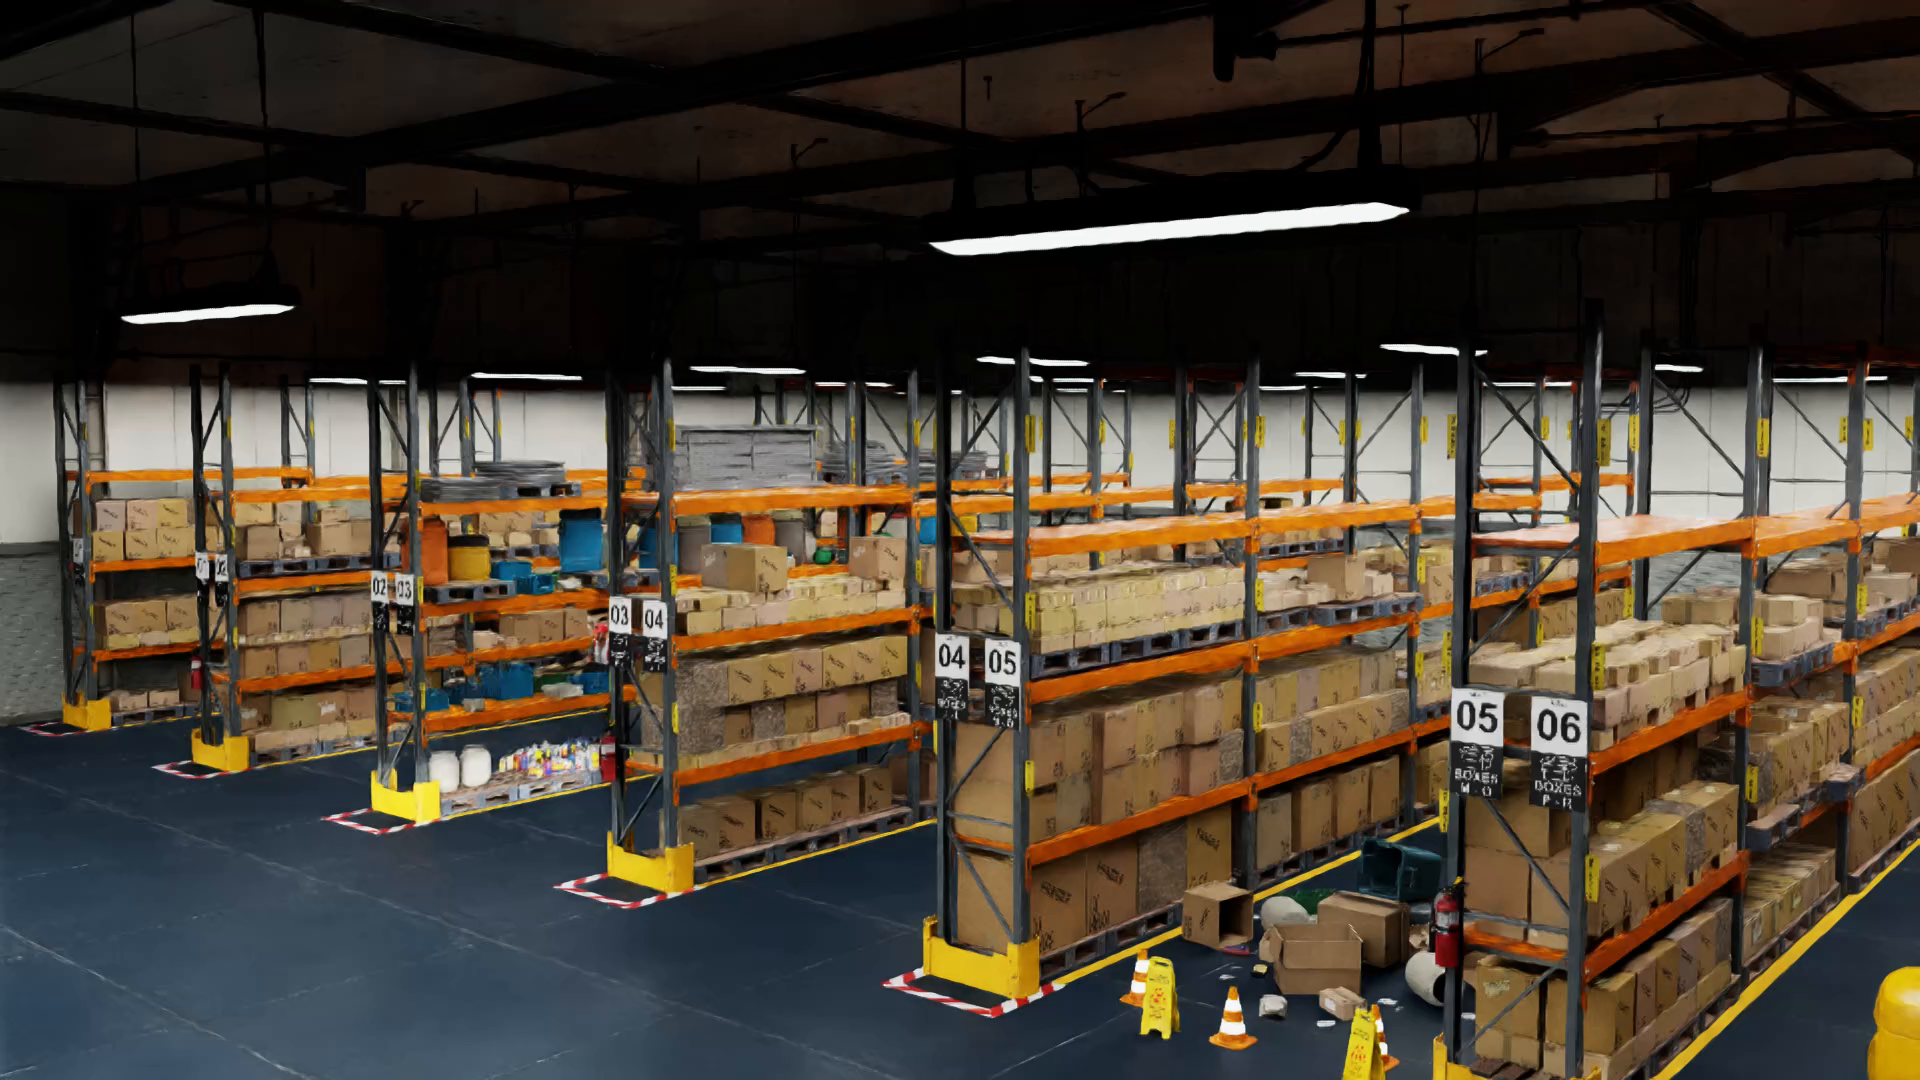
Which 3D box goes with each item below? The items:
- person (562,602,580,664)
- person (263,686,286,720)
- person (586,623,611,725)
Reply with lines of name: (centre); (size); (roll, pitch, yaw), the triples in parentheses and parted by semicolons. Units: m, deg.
person: (-7.543, 1.995, 32.390); (0.422, 1.648, 0.502); (1, 4, 11)
person: (-11.253, 2.394, 27.294); (0.580, 1.619, 0.507); (3, 5, 38)
person: (-6.004, 2.252, 28.322); (0.684, 1.714, 0.845); (2, 5, 24)
